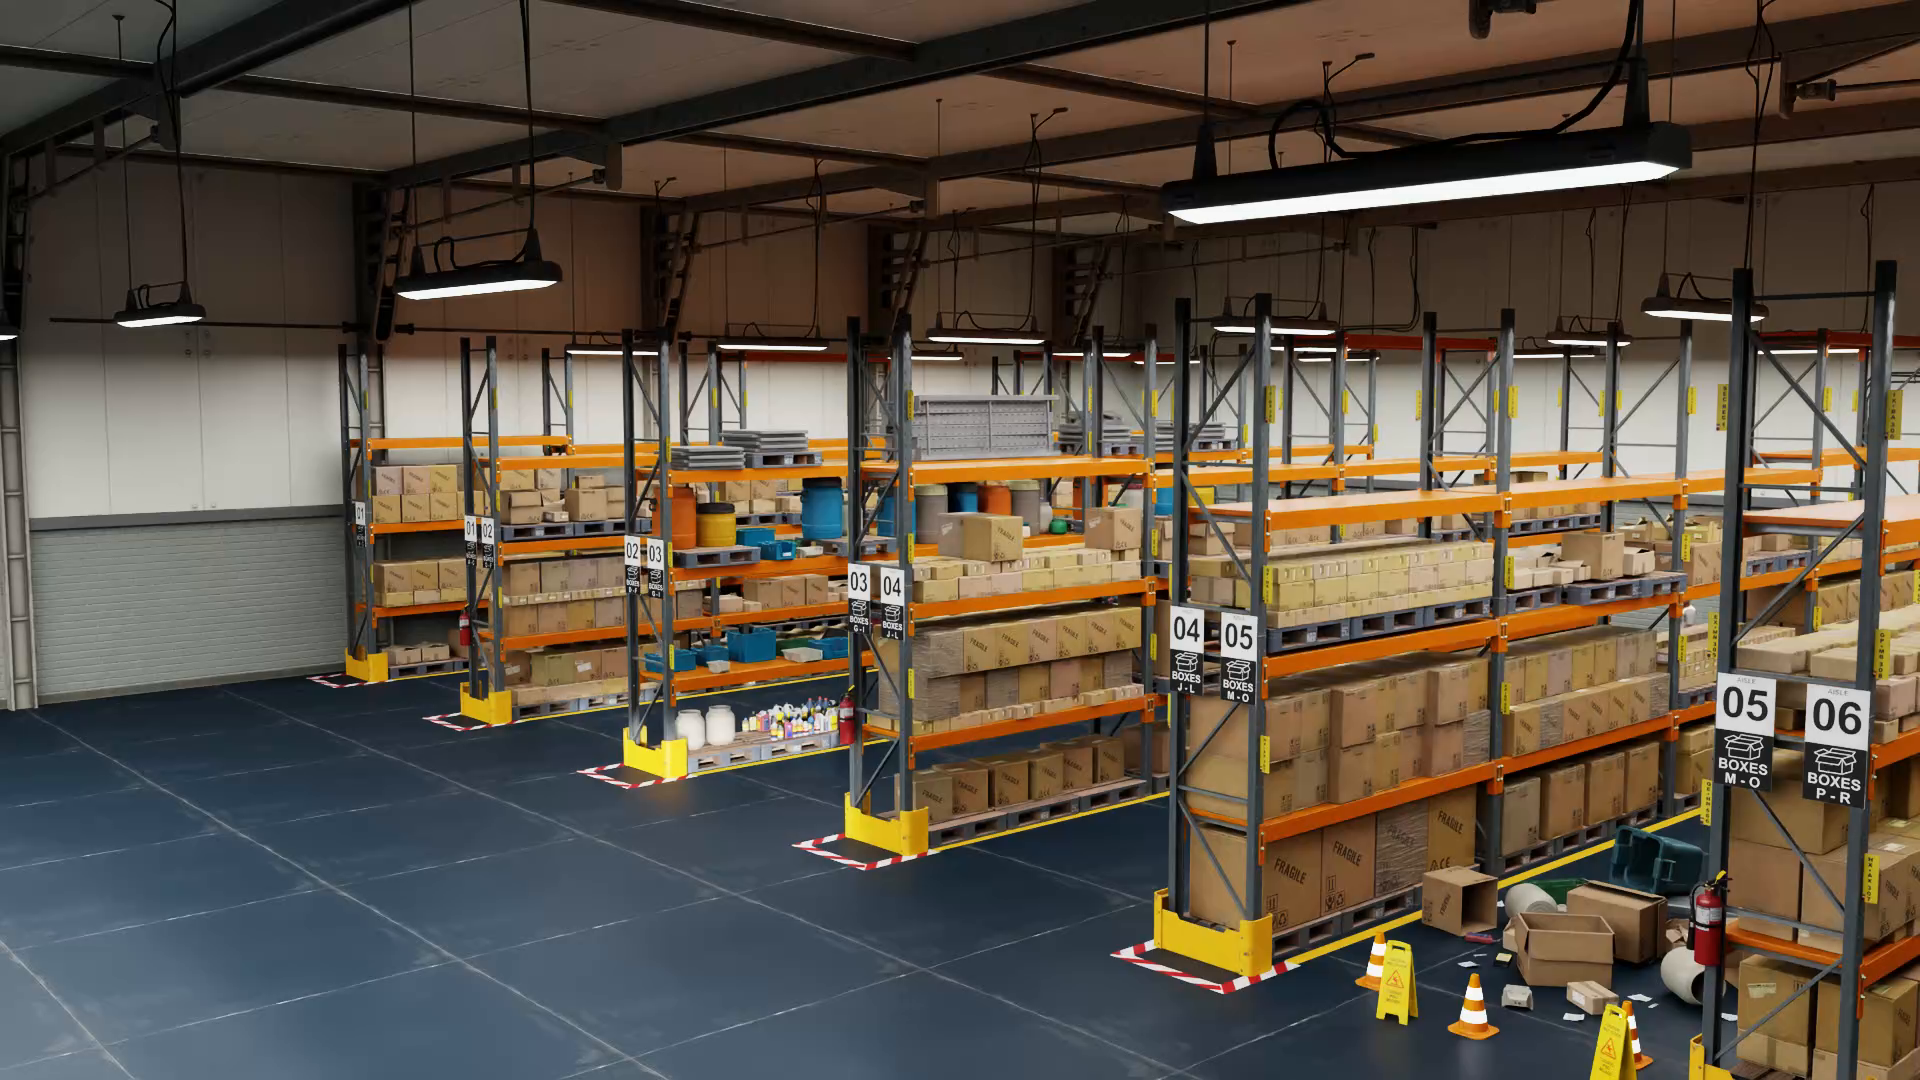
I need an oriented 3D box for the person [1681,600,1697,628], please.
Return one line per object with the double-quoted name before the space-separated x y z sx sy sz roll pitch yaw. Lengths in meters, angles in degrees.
"person" 12.356 1.732 28.469 0.447 1.816 0.572 2 6 23
